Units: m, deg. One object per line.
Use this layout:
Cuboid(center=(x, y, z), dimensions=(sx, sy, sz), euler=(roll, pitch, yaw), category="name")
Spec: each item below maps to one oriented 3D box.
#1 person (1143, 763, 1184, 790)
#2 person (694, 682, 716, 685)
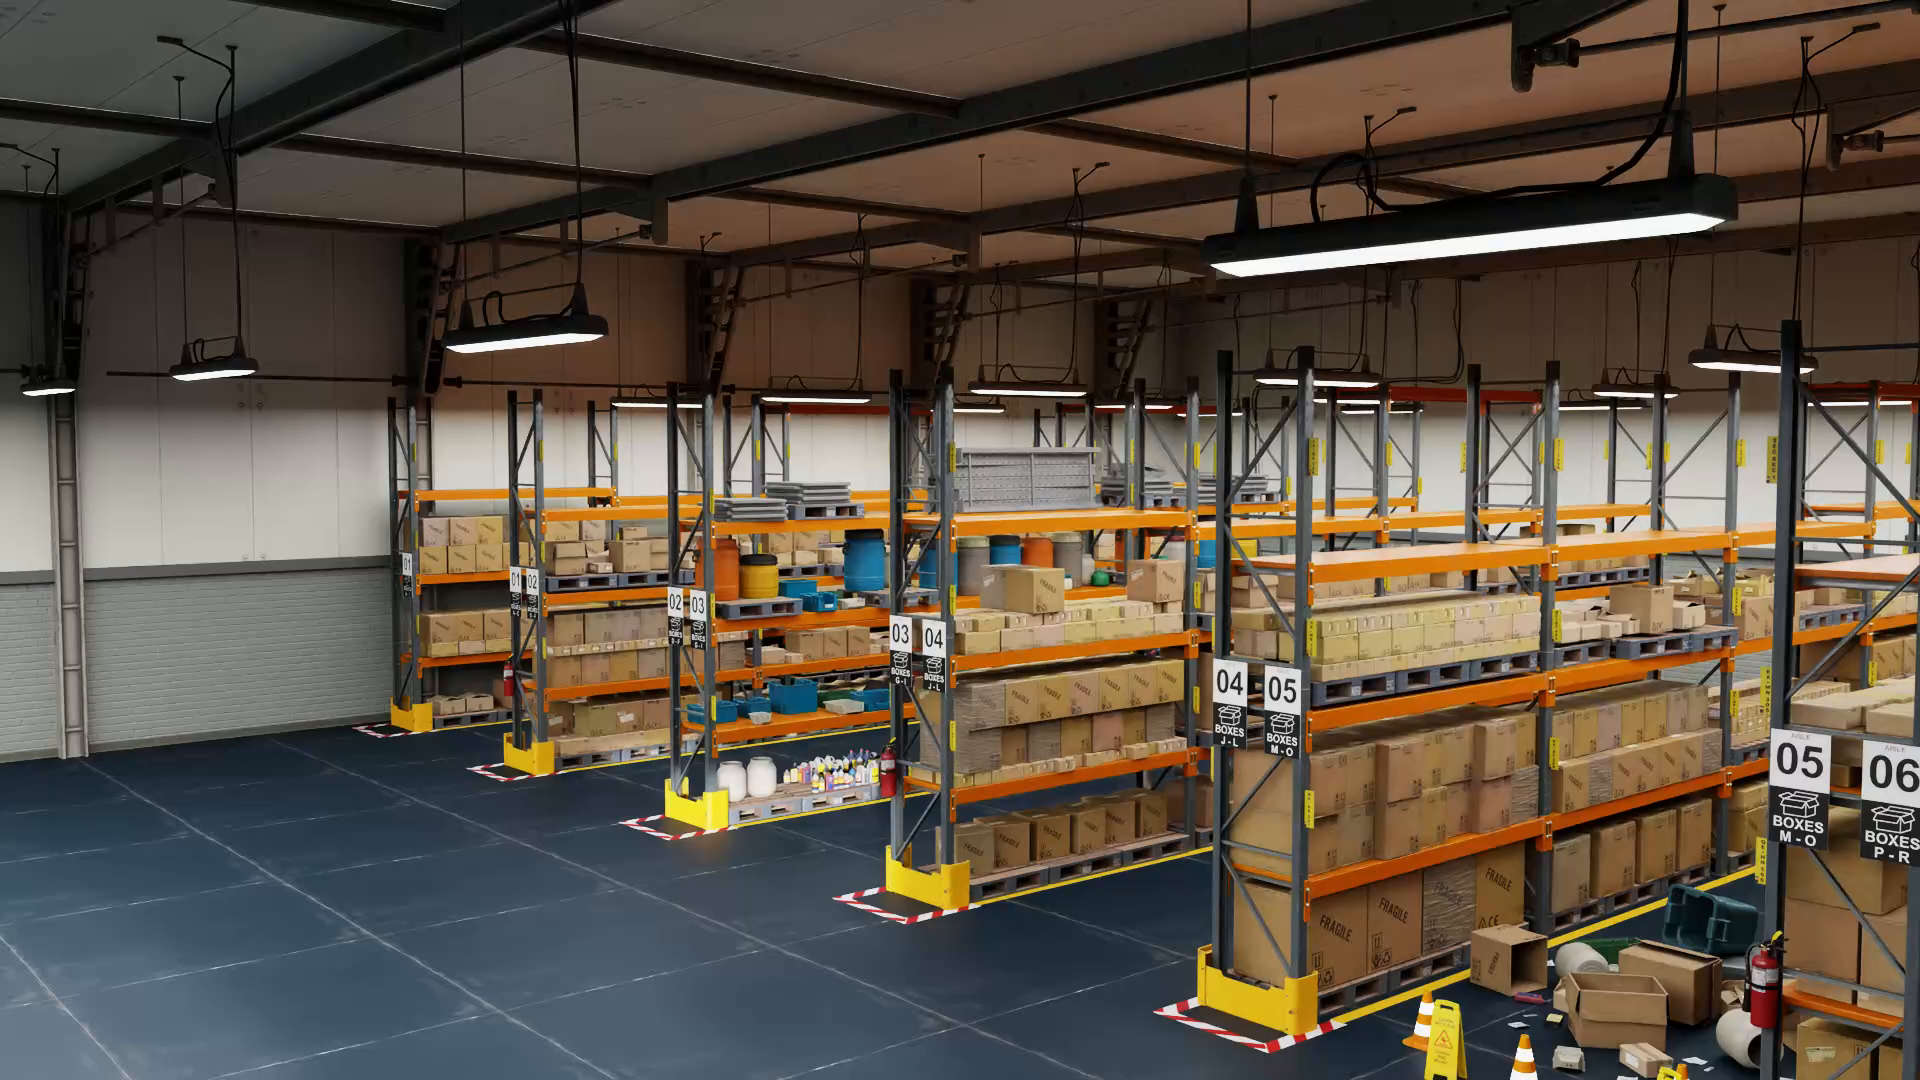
Cuboid(center=(3.026, 2.867, 24.324), dimensions=(0.983, 1.736, 0.743), euler=(-1, 3, -17), category="person")
Cuboid(center=(-4.815, 2.492, 31.235), dimensions=(0.687, 1.712, 0.604), euler=(0, 3, 6), category="person")
